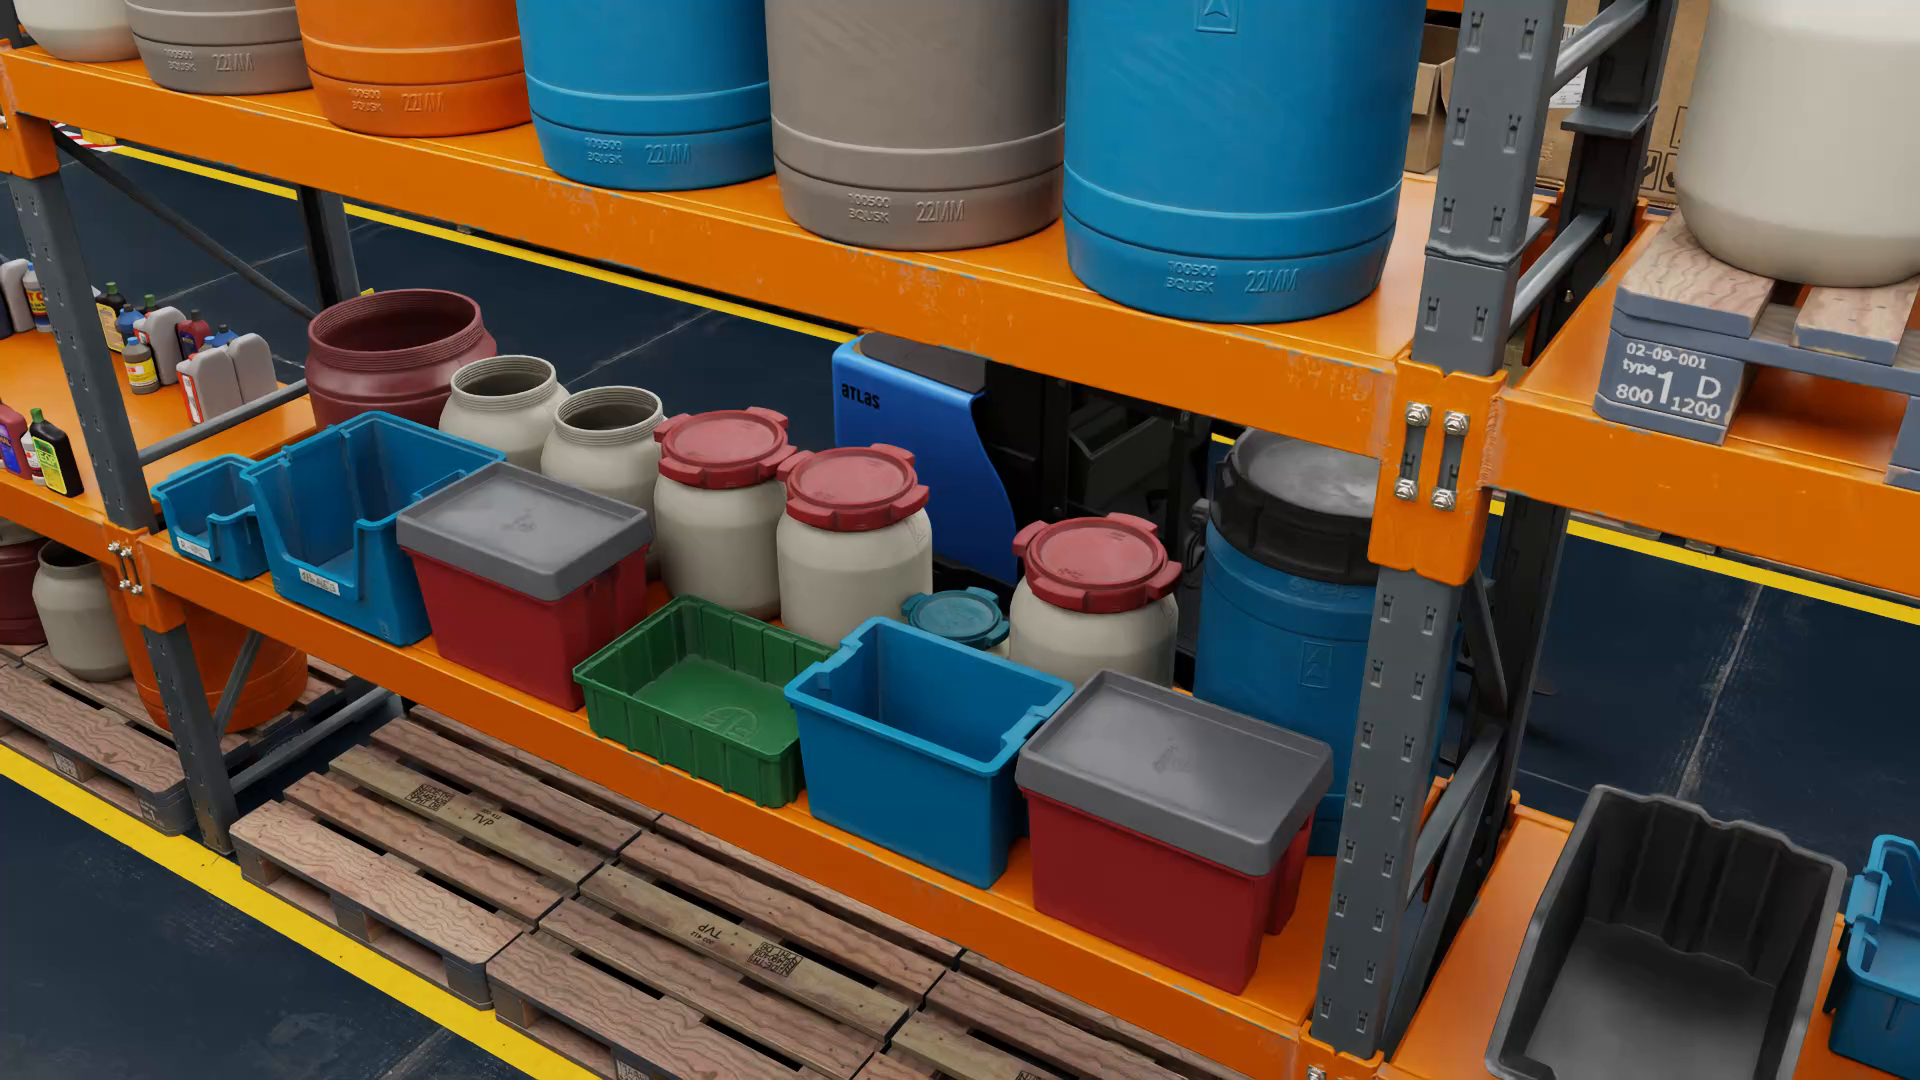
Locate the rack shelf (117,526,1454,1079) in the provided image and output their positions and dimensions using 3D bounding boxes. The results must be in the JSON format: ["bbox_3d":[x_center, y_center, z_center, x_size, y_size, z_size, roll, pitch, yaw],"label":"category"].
[{"bbox_3d":[-0.665,0.438,4.736,4.000,0.370,1.077,18,35,27],"label":"rack shelf"}]

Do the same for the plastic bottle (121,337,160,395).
[{"bbox_3d":[-2.996,-0.642,6.071,0.097,0.201,0.097,0,30,0],"label":"plastic bottle"}]

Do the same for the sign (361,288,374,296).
[{"bbox_3d":[-2.072,-0.716,5.838,0.005,0.325,0.100,18,35,27],"label":"sign"}]

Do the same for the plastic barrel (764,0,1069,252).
[{"bbox_3d":[-0.071,-1.068,3.129,0.600,0.901,0.600,0,30,0],"label":"plastic barrel"}]

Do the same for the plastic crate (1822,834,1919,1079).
[{"bbox_3d":[2.111,0.908,3.364,0.616,0.251,0.499,18,35,27],"label":"plastic crate"}]

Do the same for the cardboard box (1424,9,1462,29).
[{"bbox_3d":[3.465,-3.620,12.795,0.750,0.750,1.050,17,34,27],"label":"cardboard box"}]

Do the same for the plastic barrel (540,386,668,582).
[{"bbox_3d":[-1.017,-0.159,4.936,0.421,0.512,0.421,0,30,0],"label":"plastic barrel"}]

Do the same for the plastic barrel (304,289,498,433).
[{"bbox_3d":[-1.805,-0.472,5.448,0.708,0.536,0.600,18,35,27],"label":"plastic barrel"}]

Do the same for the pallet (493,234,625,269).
[{"bbox_3d":[-2.420,-2.215,11.337,1.213,0.211,1.003,18,35,27],"label":"pallet"}]

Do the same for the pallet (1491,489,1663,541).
[{"bbox_3d":[3.002,-0.454,8.319,1.213,0.211,1.003,18,35,27],"label":"pallet"}]

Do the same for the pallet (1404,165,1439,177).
[{"bbox_3d":[1.973,-1.927,8.266,1.213,0.211,1.003,18,35,27],"label":"pallet"}]

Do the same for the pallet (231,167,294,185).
[{"bbox_3d":[-4.754,-2.953,12.602,1.213,0.211,1.003,18,35,27],"label":"pallet"}]

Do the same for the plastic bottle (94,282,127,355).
[{"bbox_3d":[-3.230,-0.853,6.351,0.133,0.283,0.061,18,35,27],"label":"plastic bottle"}]

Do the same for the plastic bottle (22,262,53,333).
[{"bbox_3d":[-3.615,-0.959,6.545,0.097,0.271,0.097,0,30,0],"label":"plastic bottle"}]

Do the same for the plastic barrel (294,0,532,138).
[{"bbox_3d":[-1.225,-1.402,3.773,0.708,0.830,0.600,18,35,27],"label":"plastic barrel"}]

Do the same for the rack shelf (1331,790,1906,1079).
[{"bbox_3d":[2.723,1.510,2.899,4.000,0.370,1.077,18,35,27],"label":"rack shelf"}]

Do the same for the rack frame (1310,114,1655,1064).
[{"bbox_3d":[1.029,0.663,3.637,0.127,3.000,1.000,18,35,27],"label":"rack frame"}]

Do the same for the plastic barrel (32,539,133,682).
[{"bbox_3d":[-3.308,0.248,6.400,0.421,0.512,0.421,0,30,0],"label":"plastic barrel"}]

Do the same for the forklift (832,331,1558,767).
[{"bbox_3d":[0.901,-0.862,6.318,3.031,2.935,1.130,23,37,33],"label":"forklift"}]

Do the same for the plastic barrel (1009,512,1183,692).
[{"bbox_3d":[0.335,0.255,4.202,0.433,0.535,0.433,0,30,0],"label":"plastic barrel"}]

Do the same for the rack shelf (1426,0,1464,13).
[{"bbox_3d":[4.691,-3.766,11.942,4.000,0.370,1.077,18,35,27],"label":"rack shelf"}]

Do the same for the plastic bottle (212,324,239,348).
[{"bbox_3d":[-2.637,-0.649,6.014,0.097,0.271,0.097,0,30,0],"label":"plastic bottle"}]

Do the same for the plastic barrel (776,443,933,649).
[{"bbox_3d":[-0.286,0.058,4.539,0.433,0.535,0.433,0,30,0],"label":"plastic barrel"}]

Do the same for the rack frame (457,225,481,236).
[{"bbox_3d":[-3.114,-3.594,10.934,0.127,3.000,1.000,18,35,27],"label":"rack frame"}]

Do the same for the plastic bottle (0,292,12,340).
[{"bbox_3d":[-3.828,-0.956,6.461,0.185,0.351,0.144,18,35,27],"label":"plastic bottle"}]

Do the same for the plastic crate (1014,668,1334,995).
[{"bbox_3d":[0.456,0.636,3.619,0.583,0.464,0.402,18,35,27],"label":"plastic crate"}]

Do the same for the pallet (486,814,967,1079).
[{"bbox_3d":[-0.694,1.347,5.231,1.213,0.211,1.003,18,35,27],"label":"pallet"}]

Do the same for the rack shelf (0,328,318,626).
[{"bbox_3d":[-4.053,-0.633,6.573,4.000,0.370,1.077,18,35,27],"label":"rack shelf"}]

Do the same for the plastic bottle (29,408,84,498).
[{"bbox_3d":[-2.928,-0.284,5.376,0.133,0.283,0.061,18,35,27],"label":"plastic bottle"}]

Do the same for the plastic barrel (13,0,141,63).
[{"bbox_3d":[-2.259,-1.538,4.322,0.421,0.512,0.421,0,30,0],"label":"plastic barrel"}]

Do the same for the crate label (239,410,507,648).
[{"bbox_3d":[-1.661,-0.042,4.810,0.616,0.435,0.502,18,35,27],"label":"crate label"}]

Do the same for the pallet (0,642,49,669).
[{"bbox_3d":[-4.078,0.275,7.068,1.213,0.211,1.003,18,35,27],"label":"pallet"}]

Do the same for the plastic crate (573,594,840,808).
[{"bbox_3d":[-0.596,0.409,4.283,0.662,0.188,0.450,18,35,27],"label":"plastic crate"}]

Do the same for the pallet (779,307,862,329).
[{"bbox_3d":[-0.354,-1.561,10.217,1.213,0.211,1.003,18,35,27],"label":"pallet"}]

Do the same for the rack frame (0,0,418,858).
[{"bbox_3d":[-2.359,-0.408,5.473,0.127,3.000,1.000,18,35,27],"label":"rack frame"}]

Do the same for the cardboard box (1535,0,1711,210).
[{"bbox_3d":[3.064,-2.164,7.470,1.000,1.000,1.000,18,35,28],"label":"cardboard box"}]

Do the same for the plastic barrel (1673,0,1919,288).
[{"bbox_3d":[1.289,-0.663,2.405,0.421,0.512,0.421,0,30,0],"label":"plastic barrel"}]

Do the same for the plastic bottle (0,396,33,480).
[{"bbox_3d":[-3.124,-0.346,5.482,0.133,0.283,0.061,18,35,27],"label":"plastic bottle"}]

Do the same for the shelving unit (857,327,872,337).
[{"bbox_3d":[-0.312,-0.650,7.673,0.189,1.200,0.258,23,37,33],"label":"shelving unit"}]

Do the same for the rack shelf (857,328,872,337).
[{"bbox_3d":[-0.312,-0.923,7.514,0.180,0.103,0.258,23,37,33],"label":"rack shelf"}]

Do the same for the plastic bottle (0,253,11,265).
[{"bbox_3d":[-3.861,-1.057,6.634,0.185,0.351,0.144,18,35,27],"label":"plastic bottle"}]

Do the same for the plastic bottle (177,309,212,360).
[{"bbox_3d":[-2.808,-0.719,6.122,0.133,0.283,0.061,18,35,27],"label":"plastic bottle"}]

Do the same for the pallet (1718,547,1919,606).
[{"bbox_3d":[4.250,-0.081,7.680,1.213,0.211,1.003,18,35,27],"label":"pallet"}]

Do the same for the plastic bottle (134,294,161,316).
[{"bbox_3d":[-3.035,-0.791,6.245,0.133,0.283,0.061,18,35,27],"label":"plastic bottle"}]
